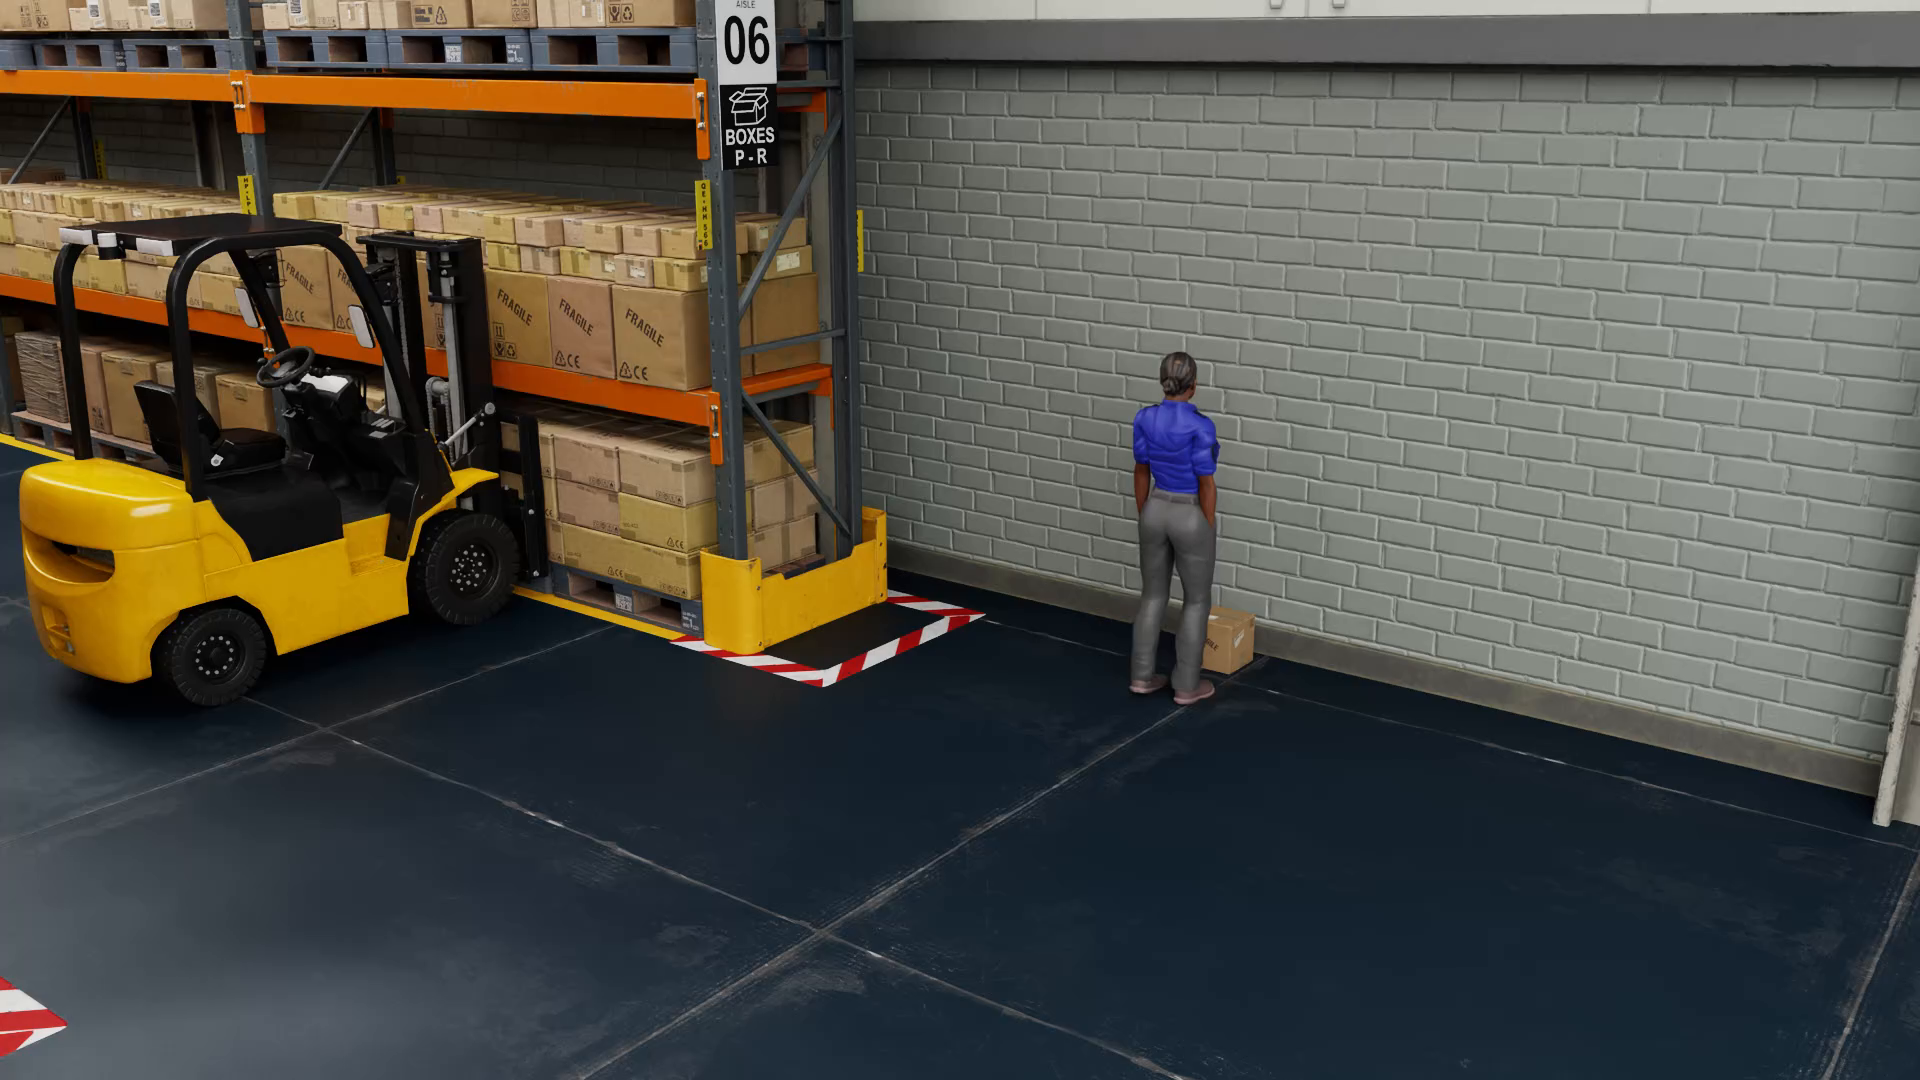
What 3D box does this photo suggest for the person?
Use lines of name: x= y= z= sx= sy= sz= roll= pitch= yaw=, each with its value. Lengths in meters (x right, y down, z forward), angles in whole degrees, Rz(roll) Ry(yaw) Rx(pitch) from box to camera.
person: x=1.001 y=-0.054 z=7.764 sx=0.436 sy=1.672 sz=0.312 roll=13 pitch=21 yaw=36
